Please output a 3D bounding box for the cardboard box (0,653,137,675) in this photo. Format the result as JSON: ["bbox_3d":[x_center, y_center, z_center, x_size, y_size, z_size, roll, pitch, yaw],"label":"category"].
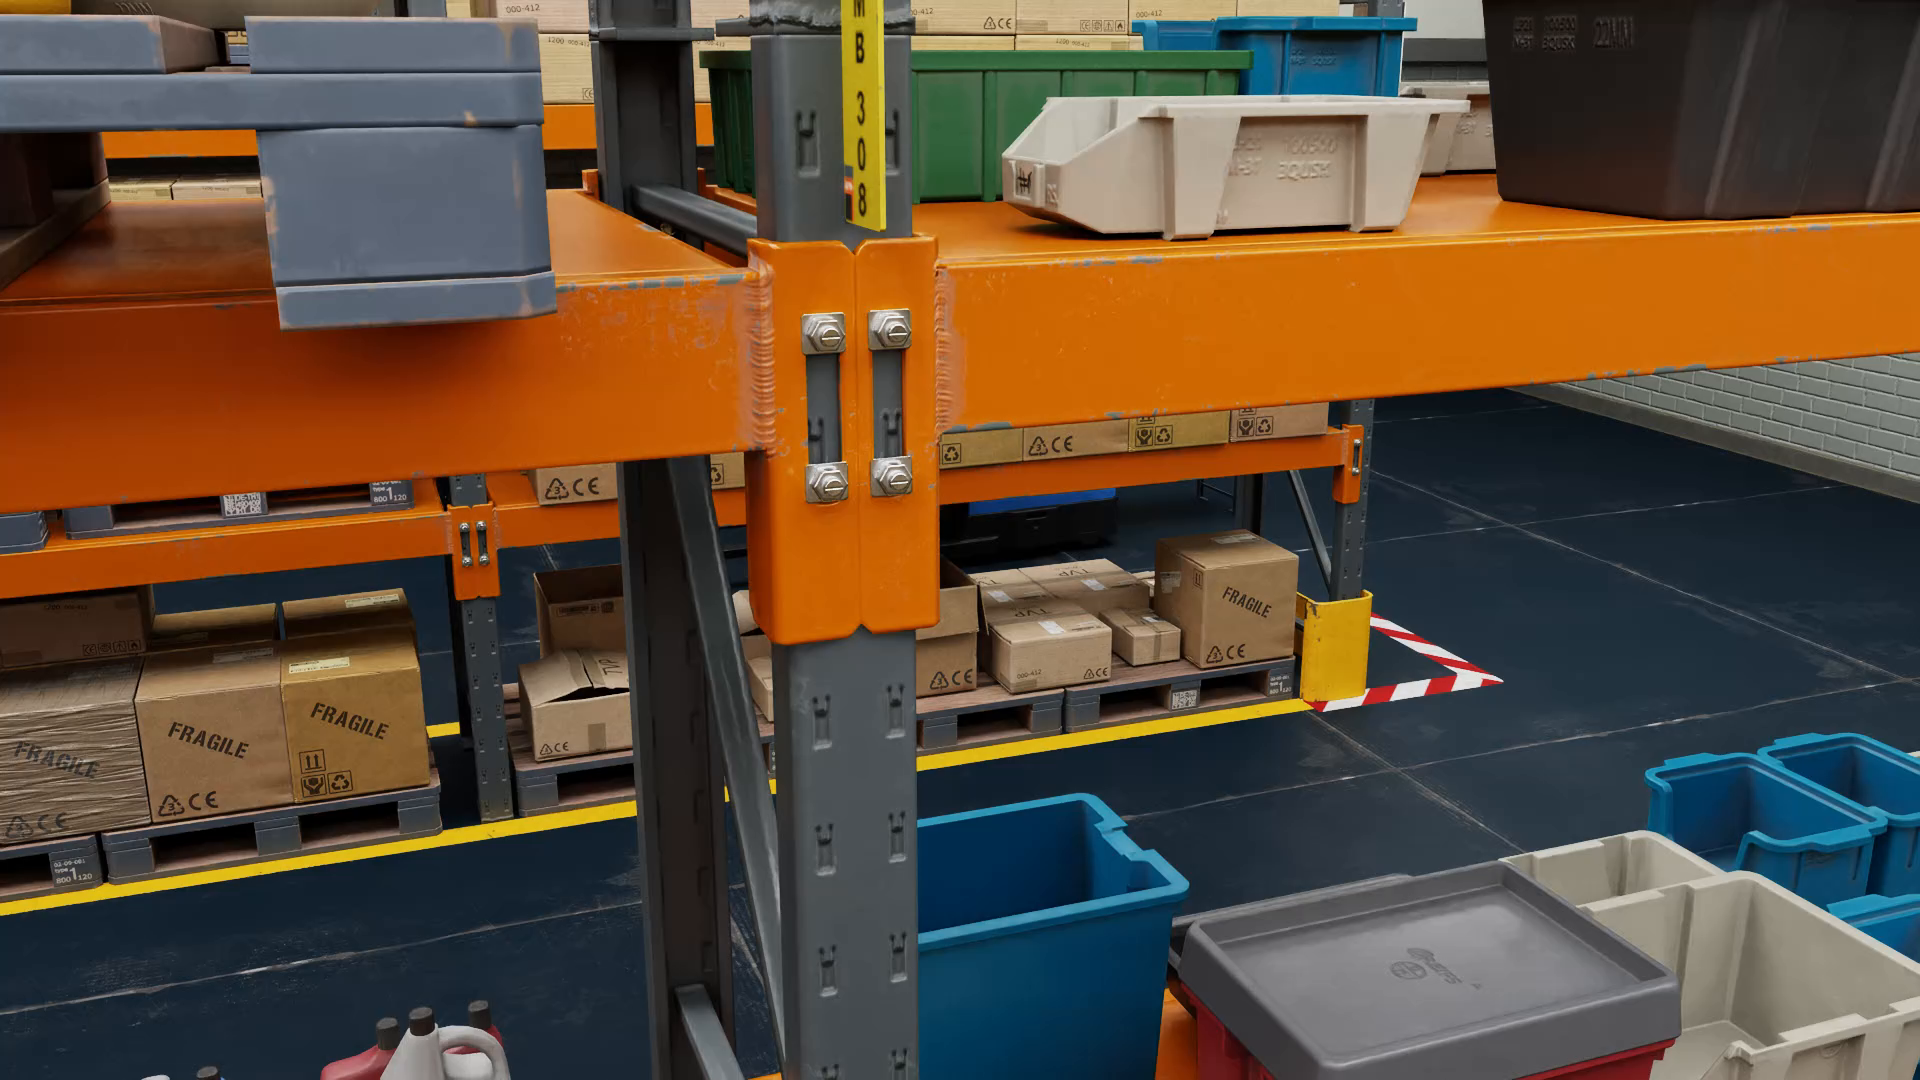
[{"bbox_3d":[-3.548,0.647,6.728,0.500,0.500,0.500,-6,17,-19],"label":"cardboard box"}]

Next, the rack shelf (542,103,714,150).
[{"bbox_3d":[-0.178,-1.727,7.109,4.000,0.370,1.077,-6,17,-20],"label":"rack shelf"}]

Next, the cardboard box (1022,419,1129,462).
[{"bbox_3d":[0.417,-0.664,7.357,0.500,0.500,0.500,-6,17,-20],"label":"cardboard box"}]

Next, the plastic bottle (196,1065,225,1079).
[{"bbox_3d":[-1.089,0.899,2.443,0.097,0.271,0.097,0,16,0],"label":"plastic bottle"}]

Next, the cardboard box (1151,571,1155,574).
[{"bbox_3d":[1.175,0.274,8.620,0.250,0.149,0.380,-6,17,-20],"label":"cardboard box"}]

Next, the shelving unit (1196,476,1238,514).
[{"bbox_3d":[1.307,-0.897,10.991,1.048,1.500,0.538,-7,18,-24],"label":"shelving unit"}]

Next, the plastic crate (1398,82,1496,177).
[{"bbox_3d":[0.775,-0.669,2.696,0.466,0.136,0.293,-6,17,-20],"label":"plastic crate"}]

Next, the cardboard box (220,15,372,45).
[{"bbox_3d":[-2.543,-2.137,6.126,0.600,0.600,0.600,-8,18,-25],"label":"cardboard box"}]

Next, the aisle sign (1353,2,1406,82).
[{"bbox_3d":[1.863,-2.008,7.499,0.004,0.787,0.394,-6,17,-20],"label":"aisle sign"}]

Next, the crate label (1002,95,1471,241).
[{"bbox_3d":[0.283,-0.414,1.828,0.466,0.136,0.293,-6,17,-20],"label":"crate label"}]

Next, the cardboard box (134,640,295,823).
[{"bbox_3d":[-2.869,0.730,6.445,0.500,0.500,0.500,-6,17,-20],"label":"cardboard box"}]

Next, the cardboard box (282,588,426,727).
[{"bbox_3d":[-2.585,0.542,7.086,0.500,0.500,0.500,-7,18,-23],"label":"cardboard box"}]

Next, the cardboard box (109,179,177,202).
[{"bbox_3d":[-5.124,-2.080,10.284,0.500,0.250,0.500,-6,17,-19],"label":"cardboard box"}]

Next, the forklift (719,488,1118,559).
[{"bbox_3d":[-0.569,-1.333,9.937,3.031,2.935,1.130,-7,18,-23],"label":"forklift"}]

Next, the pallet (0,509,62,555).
[{"bbox_3d":[-3.967,-0.133,6.069,1.213,0.211,1.003,-6,17,-20],"label":"pallet"}]

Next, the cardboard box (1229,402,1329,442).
[{"bbox_3d":[1.368,-0.766,7.705,0.500,0.500,0.500,-6,17,-18],"label":"cardboard box"}]

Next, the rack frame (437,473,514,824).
[{"bbox_3d":[-2.046,-0.431,6.743,0.127,3.000,1.000,-6,17,-20],"label":"rack frame"}]

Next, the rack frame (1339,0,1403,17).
[{"bbox_3d":[1.689,-3.713,7.271,0.127,3.000,1.000,-6,17,-20],"label":"rack frame"}]

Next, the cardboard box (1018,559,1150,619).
[{"bbox_3d":[0.613,0.304,8.338,0.500,0.250,0.500,-6,17,-20],"label":"cardboard box"}]

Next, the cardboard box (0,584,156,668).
[{"bbox_3d":[-3.519,0.283,6.637,0.500,0.250,0.500,-6,17,-20],"label":"cardboard box"}]

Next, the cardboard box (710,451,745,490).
[{"bbox_3d":[-0.995,-0.511,6.839,0.500,0.500,0.500,-6,17,-19],"label":"cardboard box"}]

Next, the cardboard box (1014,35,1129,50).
[{"bbox_3d":[0.371,-1.979,6.957,0.500,0.250,0.500,-6,17,-20],"label":"cardboard box"}]

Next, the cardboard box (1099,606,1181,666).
[{"bbox_3d":[0.859,0.451,7.988,0.250,0.166,0.380,-6,17,-20],"label":"cardboard box"}]

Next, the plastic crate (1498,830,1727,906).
[{"bbox_3d":[1.242,0.715,3.200,0.466,0.136,0.293,-6,17,-20],"label":"plastic crate"}]

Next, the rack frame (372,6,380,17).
[{"bbox_3d":[-3.822,-4.613,10.335,0.127,3.000,1.000,-6,17,-20],"label":"rack frame"}]

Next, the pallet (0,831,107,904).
[{"bbox_3d":[-3.933,1.123,6.400,1.213,0.211,1.003,-6,17,-20],"label":"pallet"}]

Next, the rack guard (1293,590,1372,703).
[{"bbox_3d":[1.618,0.372,8.443,0.348,0.500,1.175,-6,17,-20],"label":"rack guard"}]

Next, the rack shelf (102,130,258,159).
[{"bbox_3d":[-3.913,-1.324,5.735,4.000,0.370,1.077,-6,17,-20],"label":"rack shelf"}]

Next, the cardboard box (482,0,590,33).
[{"bbox_3d":[-1.503,-2.022,6.216,0.500,0.250,0.500,-6,17,-20],"label":"cardboard box"}]

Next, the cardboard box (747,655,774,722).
[{"bbox_3d":[-0.772,0.642,7.337,0.250,0.166,0.380,-6,17,-20],"label":"cardboard box"}]

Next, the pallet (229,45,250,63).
[{"bbox_3d":[-2.680,-1.733,6.186,1.003,0.211,1.213,-6,17,-20],"label":"pallet"}]

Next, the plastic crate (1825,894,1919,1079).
[{"bbox_3d":[1.632,0.795,2.758,0.300,0.233,0.416,-6,17,-20],"label":"plastic crate"}]

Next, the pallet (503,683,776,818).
[{"bbox_3d":[-1.404,0.838,7.371,1.213,0.211,1.003,-6,17,-20],"label":"pallet"}]

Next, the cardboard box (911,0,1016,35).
[{"bbox_3d":[-0.099,-2.171,6.722,0.500,0.250,0.500,-6,17,-20],"label":"cardboard box"}]

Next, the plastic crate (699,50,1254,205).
[{"bbox_3d":[0.011,-0.587,2.327,0.662,0.188,0.450,-6,17,-20],"label":"plastic crate"}]

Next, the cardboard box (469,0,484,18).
[{"bbox_3d":[-1.689,-2.159,6.681,0.500,0.250,0.500,-6,17,-20],"label":"cardboard box"}]

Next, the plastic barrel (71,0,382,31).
[{"bbox_3d":[-0.858,-0.846,1.847,0.433,0.535,0.433,0,16,0],"label":"plastic barrel"}]

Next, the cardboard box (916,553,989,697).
[{"bbox_3d":[-0.293,0.365,7.683,0.637,0.503,0.797,-6,17,-20],"label":"cardboard box"}]

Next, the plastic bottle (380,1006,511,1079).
[{"bbox_3d":[-0.759,0.850,2.467,0.185,0.351,0.144,-6,17,-20],"label":"plastic bottle"}]

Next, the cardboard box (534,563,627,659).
[{"bbox_3d":[-1.615,0.425,7.483,0.500,0.500,0.500,-6,17,-20],"label":"cardboard box"}]

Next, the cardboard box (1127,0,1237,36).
[{"bbox_3d":[0.834,-2.272,7.068,0.500,0.250,0.500,-6,17,-20],"label":"cardboard box"}]

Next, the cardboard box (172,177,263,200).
[{"bbox_3d":[-4.647,-2.131,10.459,0.500,0.250,0.500,-6,17,-19],"label":"cardboard box"}]

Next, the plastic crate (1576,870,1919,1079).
[{"bbox_3d":[1.215,0.795,2.671,0.530,0.282,0.437,-6,17,-20],"label":"plastic crate"}]

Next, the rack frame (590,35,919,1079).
[{"bbox_3d":[-0.277,0.872,2.304,0.127,3.000,1.000,-6,17,-20],"label":"rack frame"}]

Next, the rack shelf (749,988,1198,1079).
[{"bbox_3d":[1.591,1.016,3.092,4.000,0.370,1.077,-6,17,-20],"label":"rack shelf"}]

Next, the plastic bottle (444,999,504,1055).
[{"bbox_3d":[-0.772,0.853,2.577,0.133,0.283,0.061,-6,17,-20],"label":"plastic bottle"}]

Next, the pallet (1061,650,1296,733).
[{"bbox_3d":[0.874,0.592,8.209,1.213,0.211,1.003,-6,17,-20],"label":"pallet"}]

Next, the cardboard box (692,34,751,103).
[{"bbox_3d":[-1.035,-1.832,6.455,0.500,0.250,0.500,-6,17,-20],"label":"cardboard box"}]

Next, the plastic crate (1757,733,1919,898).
[{"bbox_3d":[1.880,0.592,3.451,0.300,0.233,0.416,-6,17,-20],"label":"plastic crate"}]
